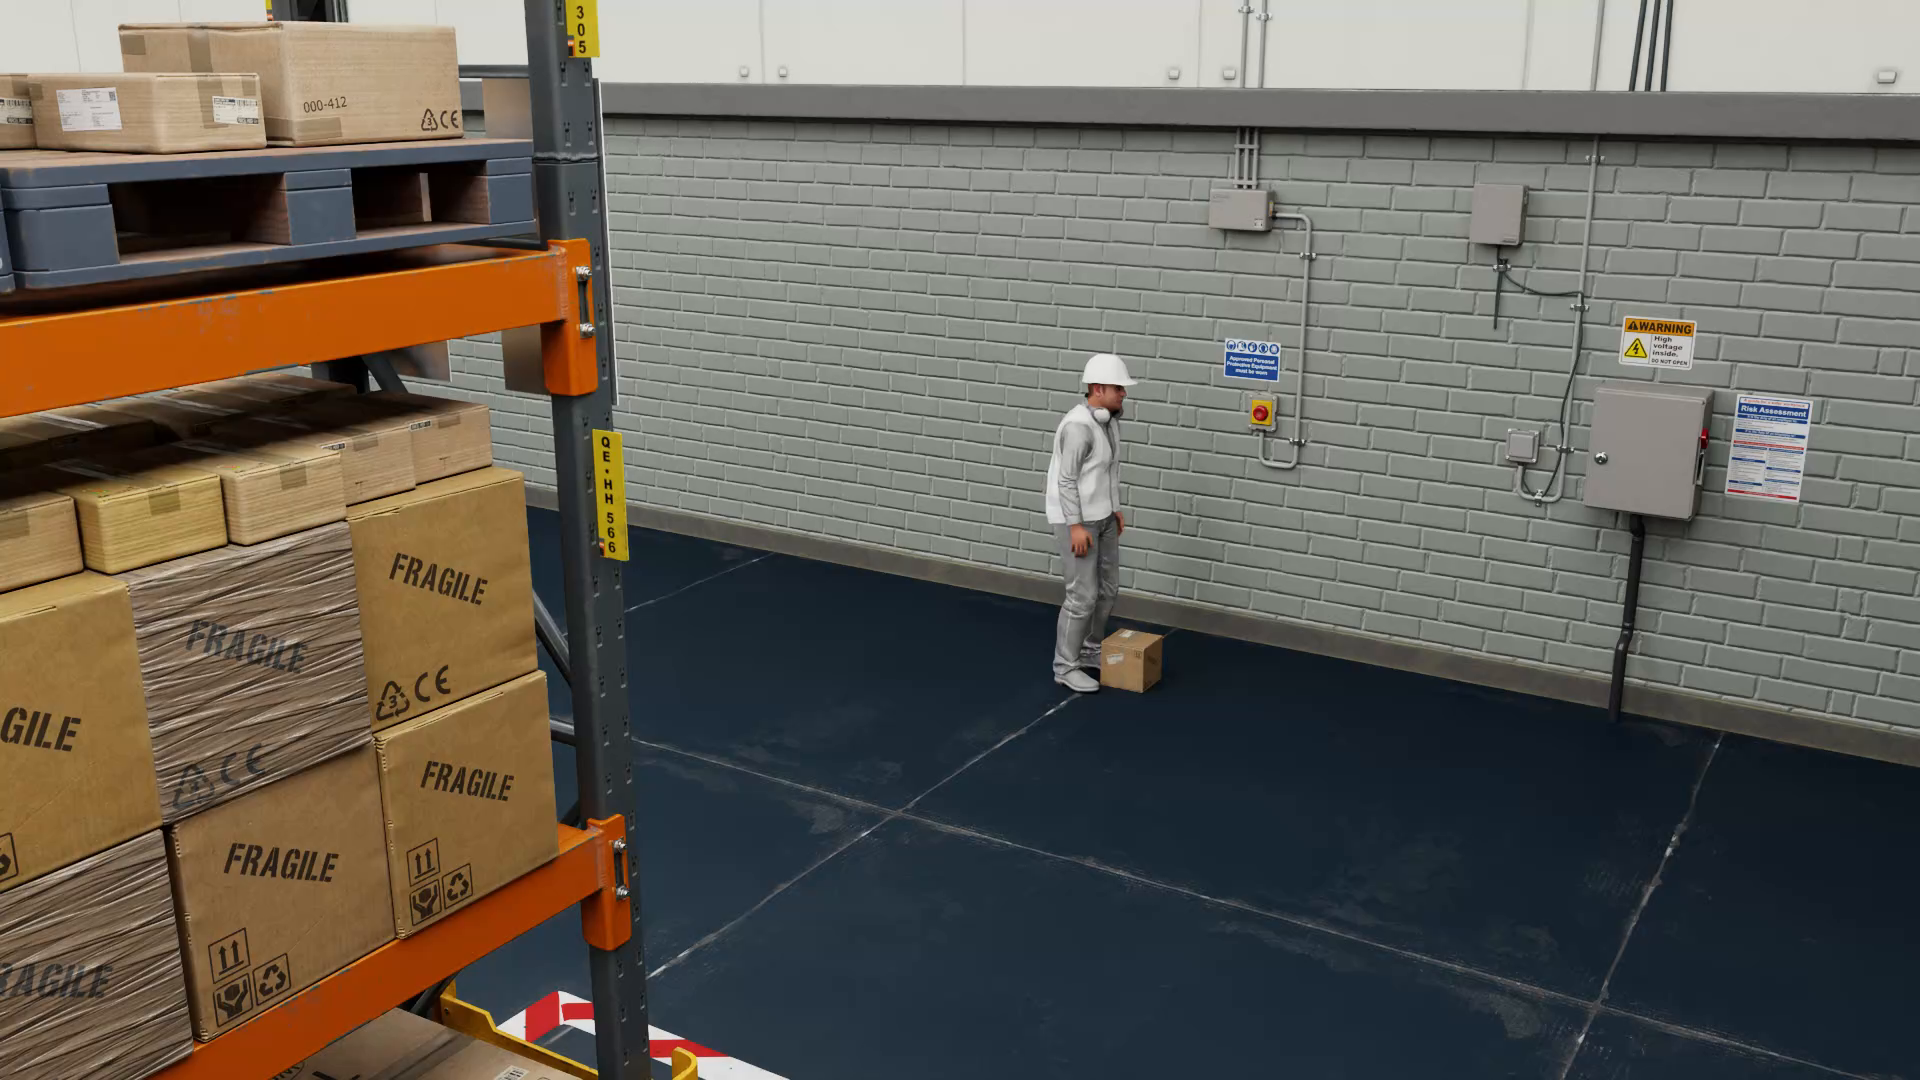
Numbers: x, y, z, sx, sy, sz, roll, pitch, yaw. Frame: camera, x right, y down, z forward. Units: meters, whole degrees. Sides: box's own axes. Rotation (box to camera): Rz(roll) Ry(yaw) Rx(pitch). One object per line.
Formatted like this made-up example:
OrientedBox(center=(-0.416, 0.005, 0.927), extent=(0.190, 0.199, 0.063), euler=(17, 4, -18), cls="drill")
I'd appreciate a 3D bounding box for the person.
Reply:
OrientedBox(center=(0.701, -0.117, 8.889), extent=(0.459, 1.772, 0.591), euler=(9, 18, 28), cls="person")
